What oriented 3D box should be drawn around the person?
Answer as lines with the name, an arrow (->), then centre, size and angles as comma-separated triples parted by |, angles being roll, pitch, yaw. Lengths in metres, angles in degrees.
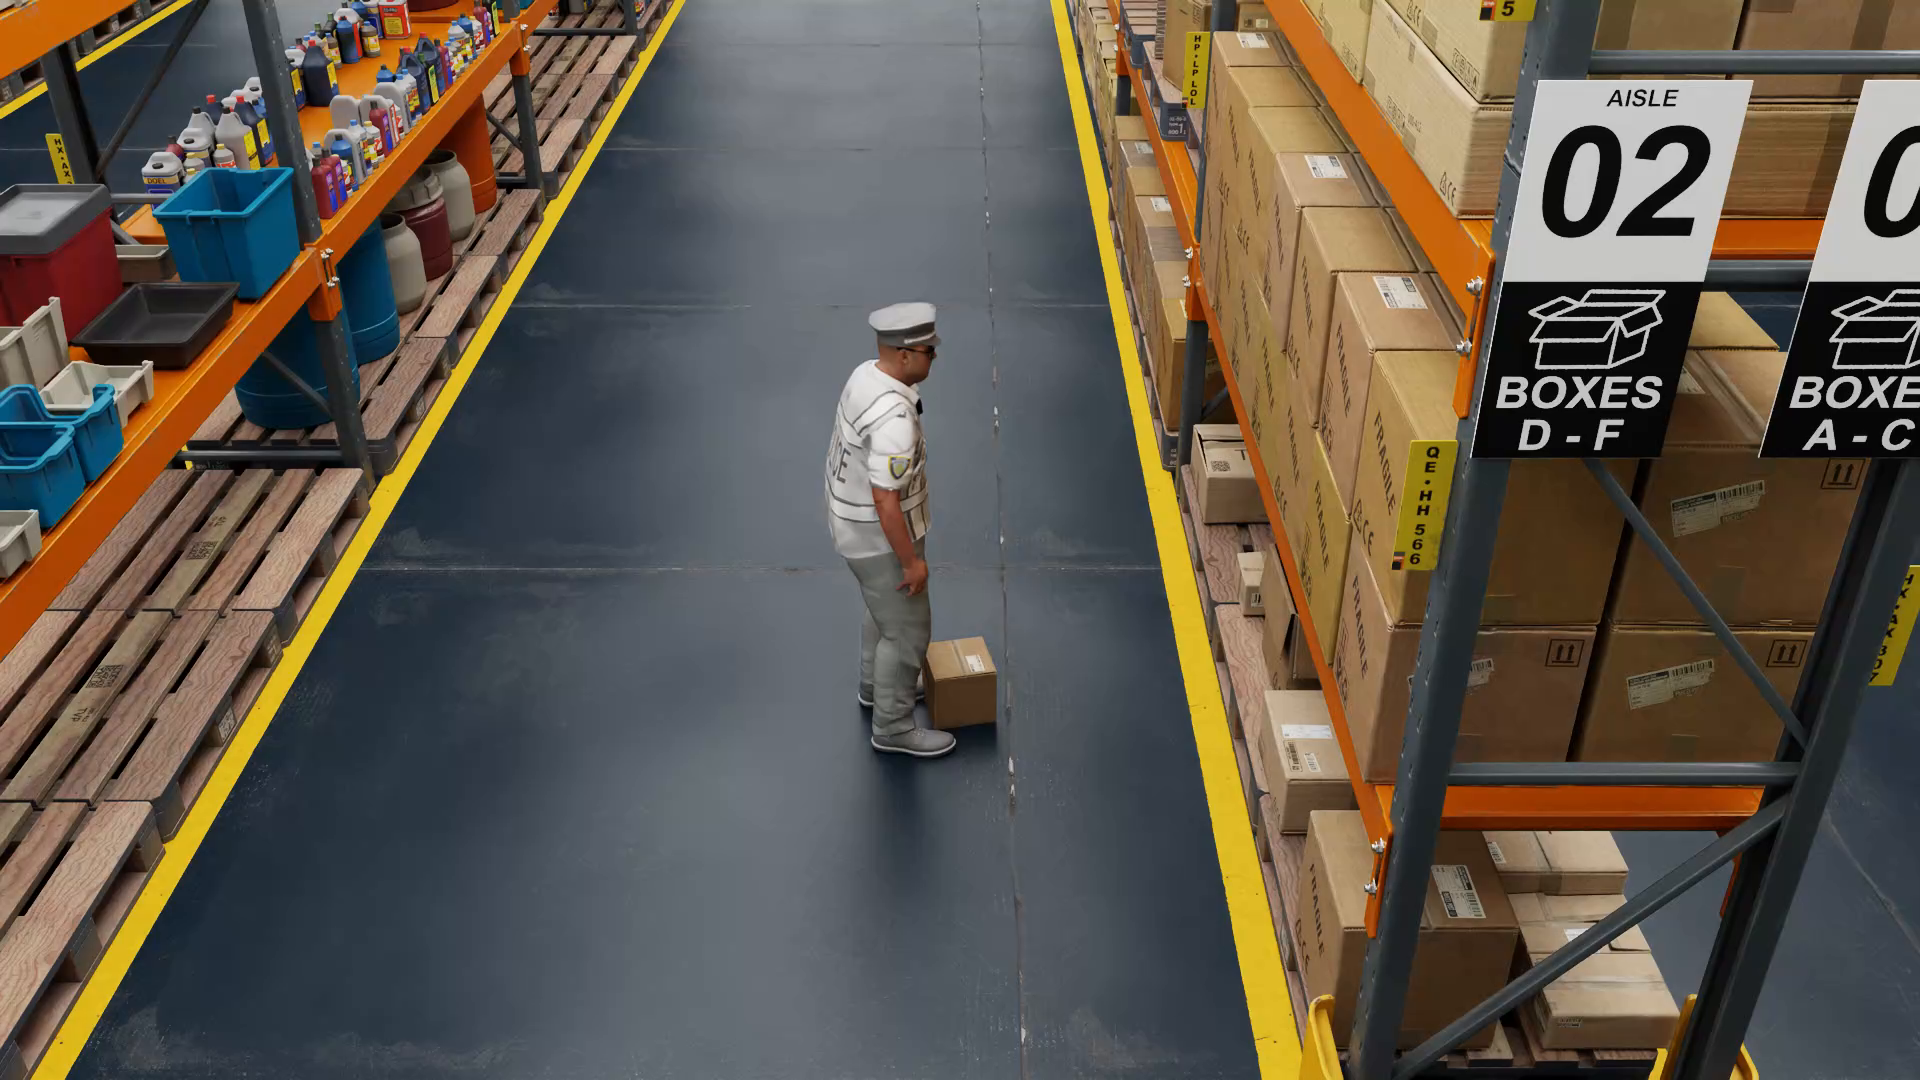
person -> -0.269, -0.039, 6.189 | 0.434, 1.749, 0.585 | -5, 32, -8
